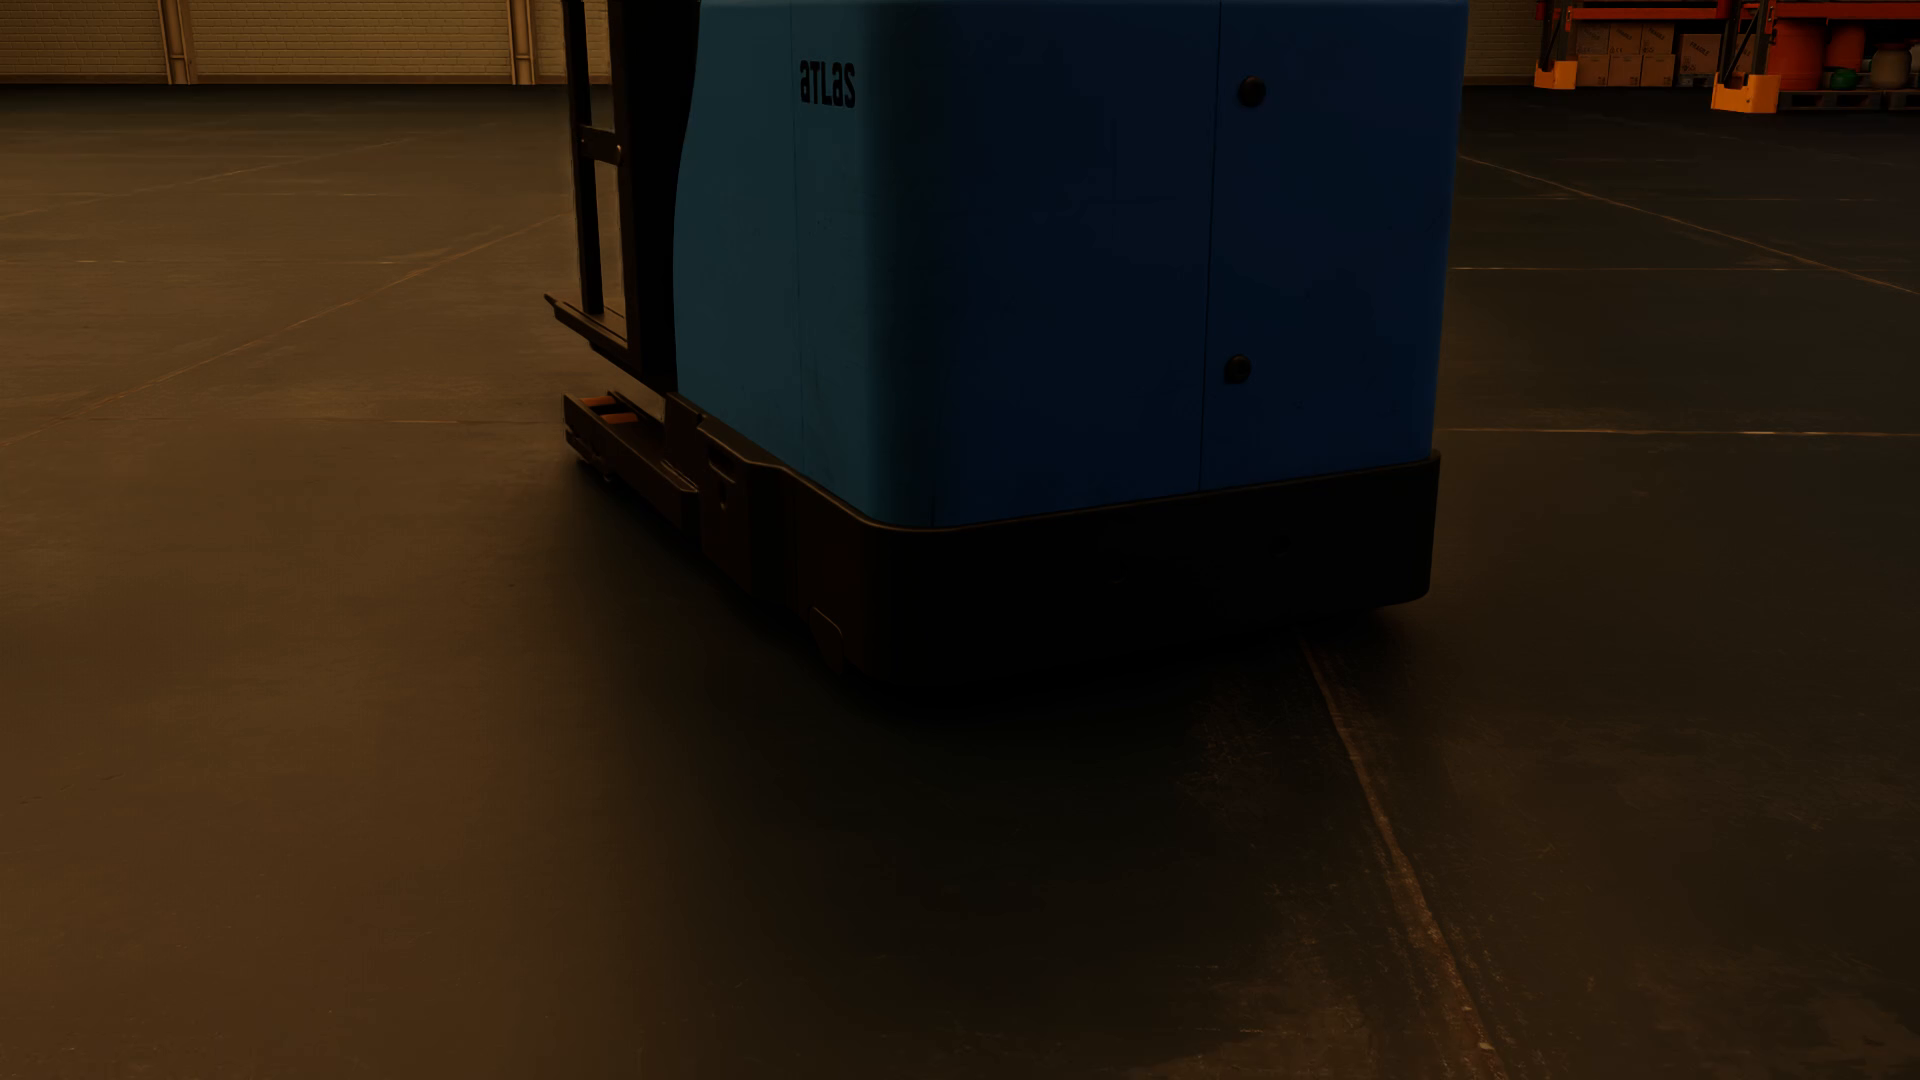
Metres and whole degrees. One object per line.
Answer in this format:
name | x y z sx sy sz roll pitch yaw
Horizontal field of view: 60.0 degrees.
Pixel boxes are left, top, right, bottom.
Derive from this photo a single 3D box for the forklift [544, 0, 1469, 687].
forklift | -0.288 -1.576 3.504 1.130 2.935 3.031 -8 19 -25
